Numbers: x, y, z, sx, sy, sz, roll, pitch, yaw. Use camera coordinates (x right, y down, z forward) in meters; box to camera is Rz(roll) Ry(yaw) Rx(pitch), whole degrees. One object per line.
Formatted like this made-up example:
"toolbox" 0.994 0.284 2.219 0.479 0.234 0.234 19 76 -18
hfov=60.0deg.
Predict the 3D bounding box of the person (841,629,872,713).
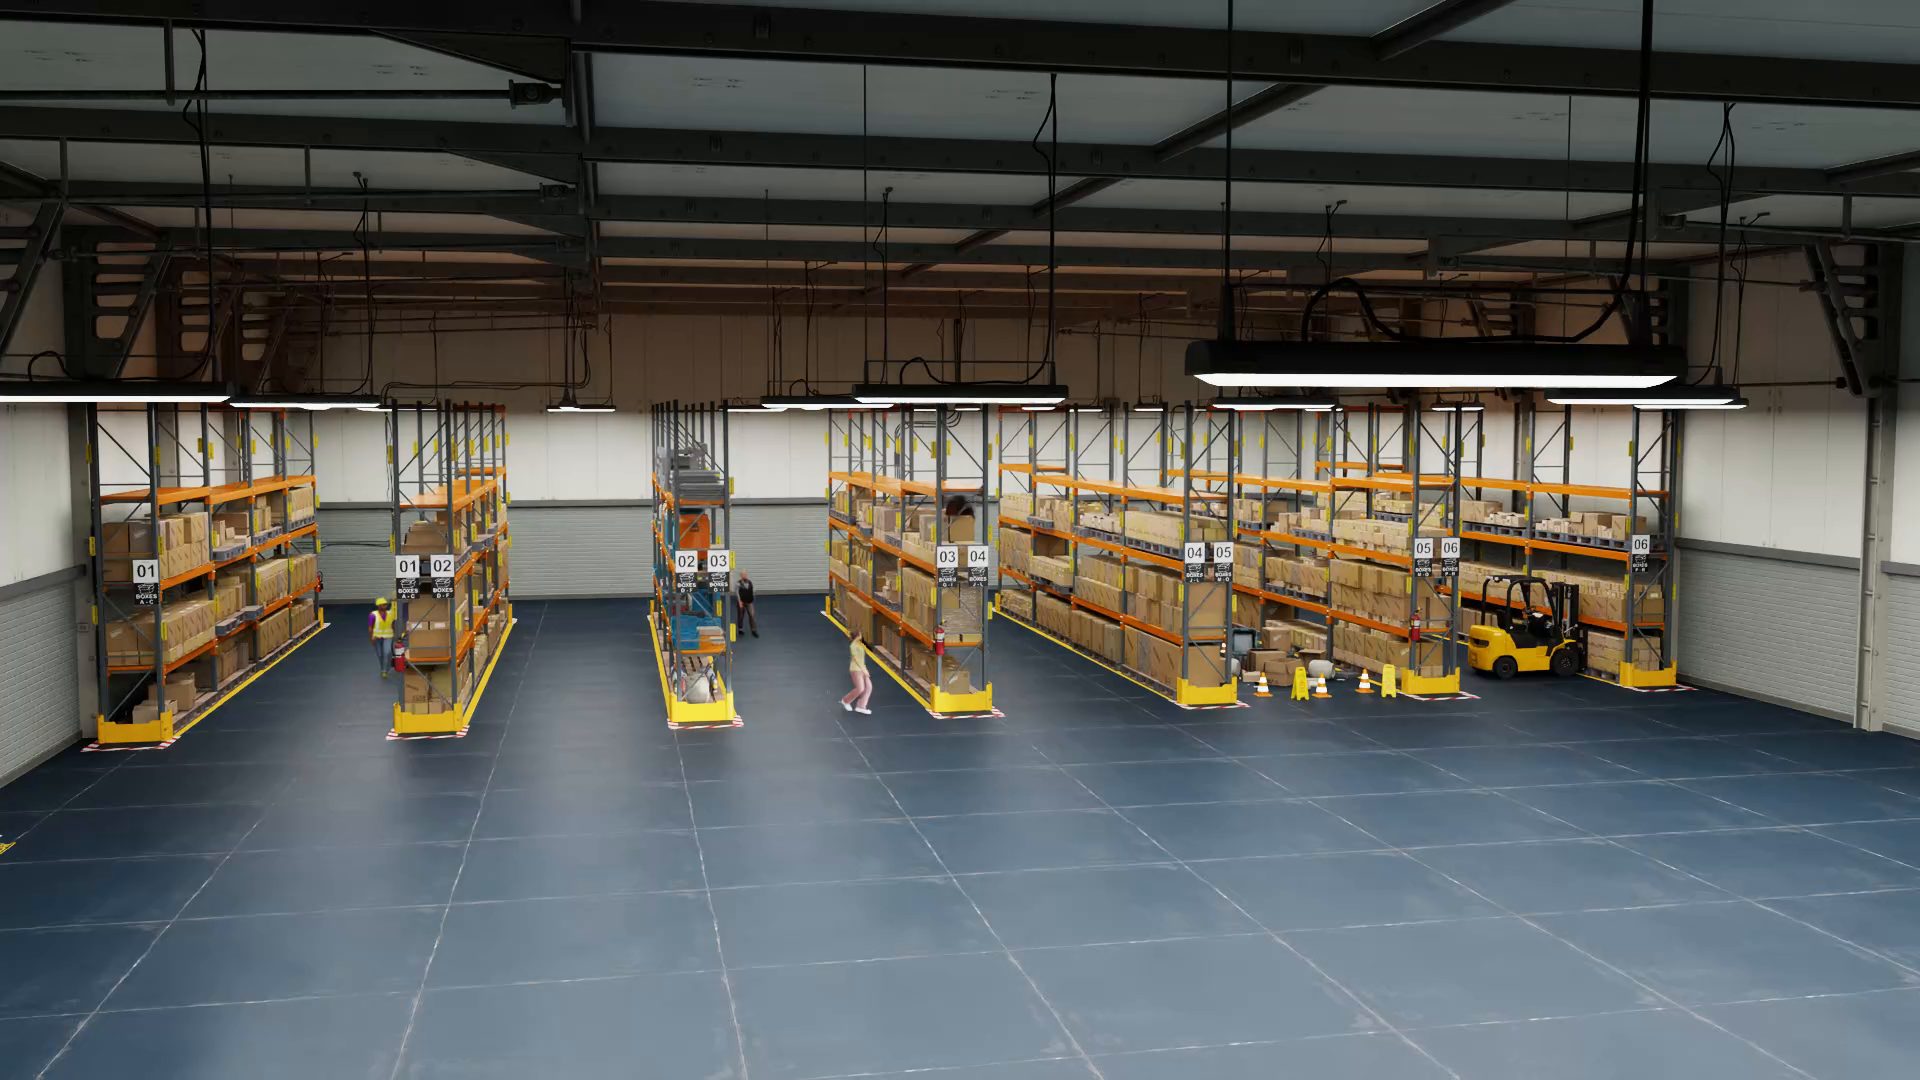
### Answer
"person" -1.975 2.506 31.944 0.611 1.627 0.567 1 4 14

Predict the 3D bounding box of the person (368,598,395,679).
"person" -12.594 2.132 36.177 0.506 1.729 0.991 0 4 -5

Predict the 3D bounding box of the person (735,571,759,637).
"person" -5.518 1.632 42.774 0.552 1.666 0.984 -2 5 -26
